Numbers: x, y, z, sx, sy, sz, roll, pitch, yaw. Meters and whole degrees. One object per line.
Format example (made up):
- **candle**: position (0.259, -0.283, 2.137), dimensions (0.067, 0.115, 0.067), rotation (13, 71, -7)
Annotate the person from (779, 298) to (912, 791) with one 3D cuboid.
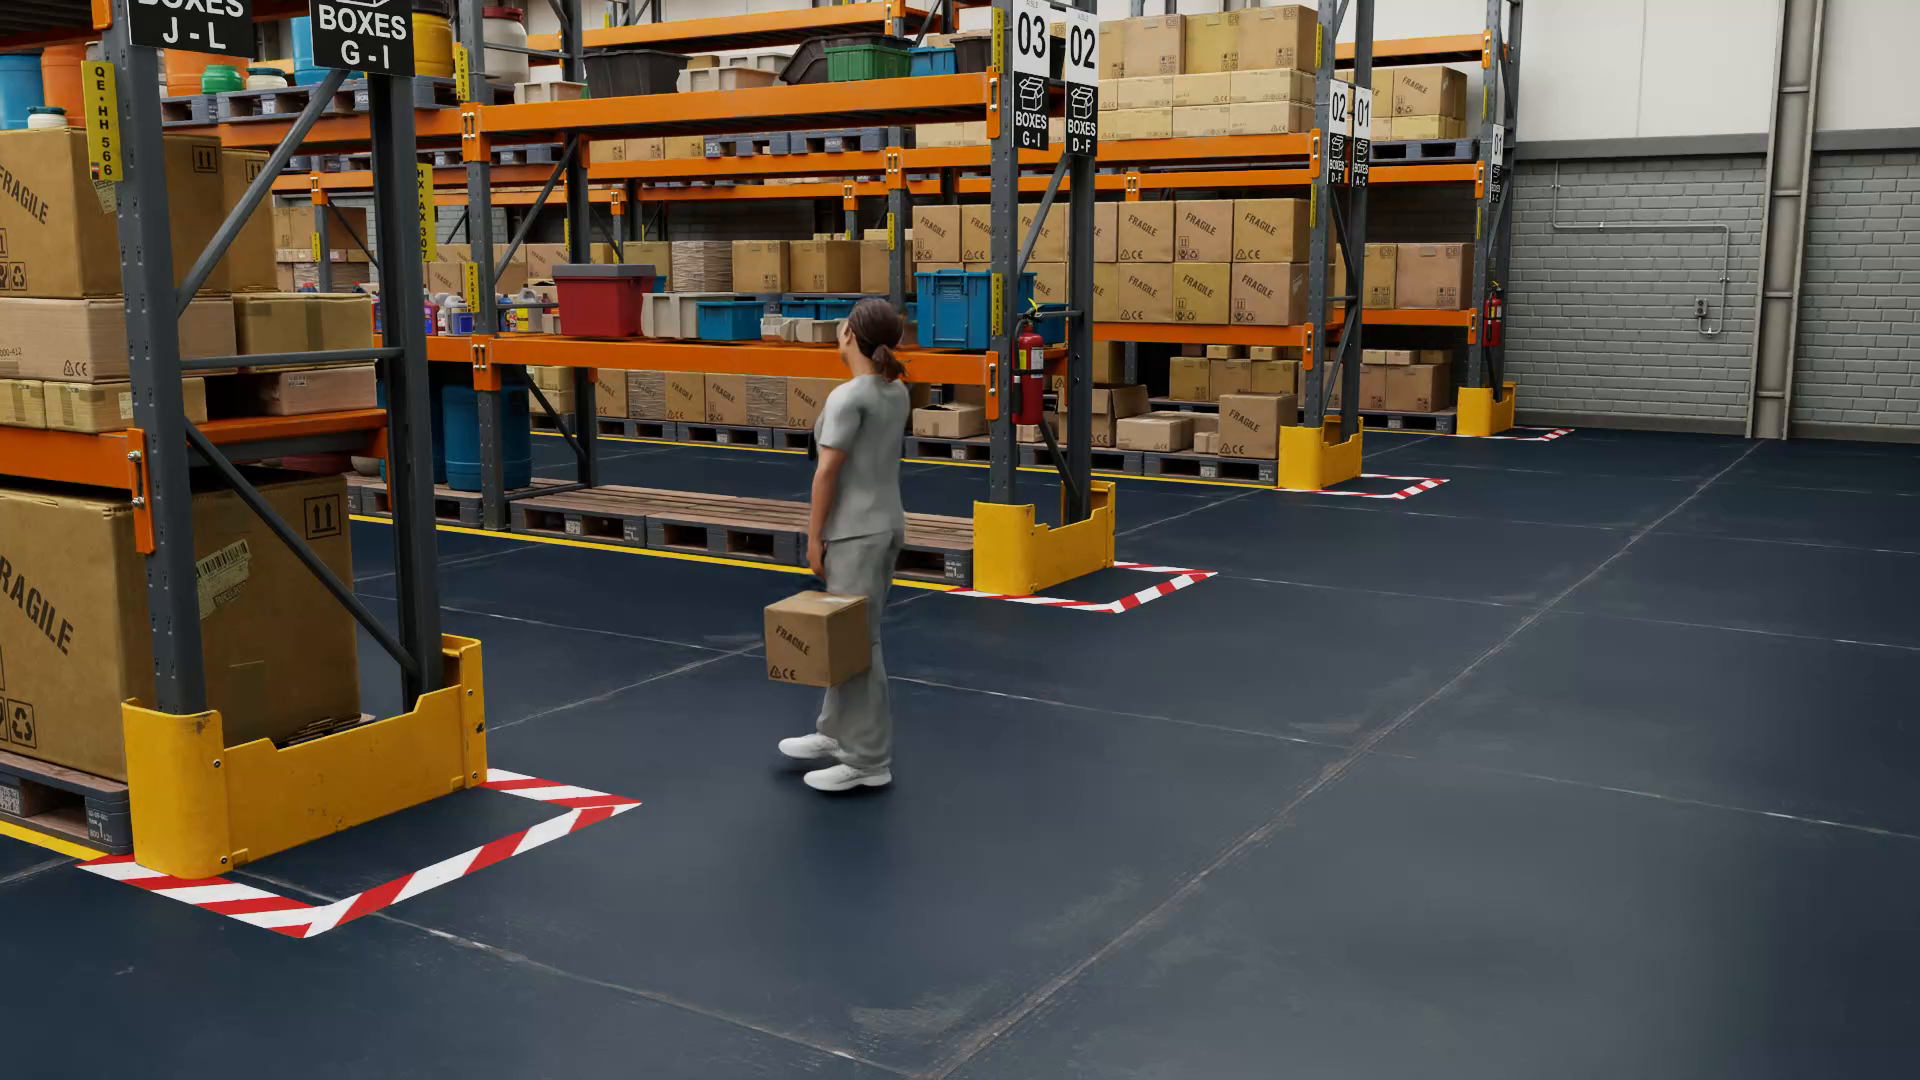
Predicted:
- **person**: position (-0.421, 0.007, 5.749), dimensions (0.537, 1.674, 0.463), rotation (4, 10, 20)
